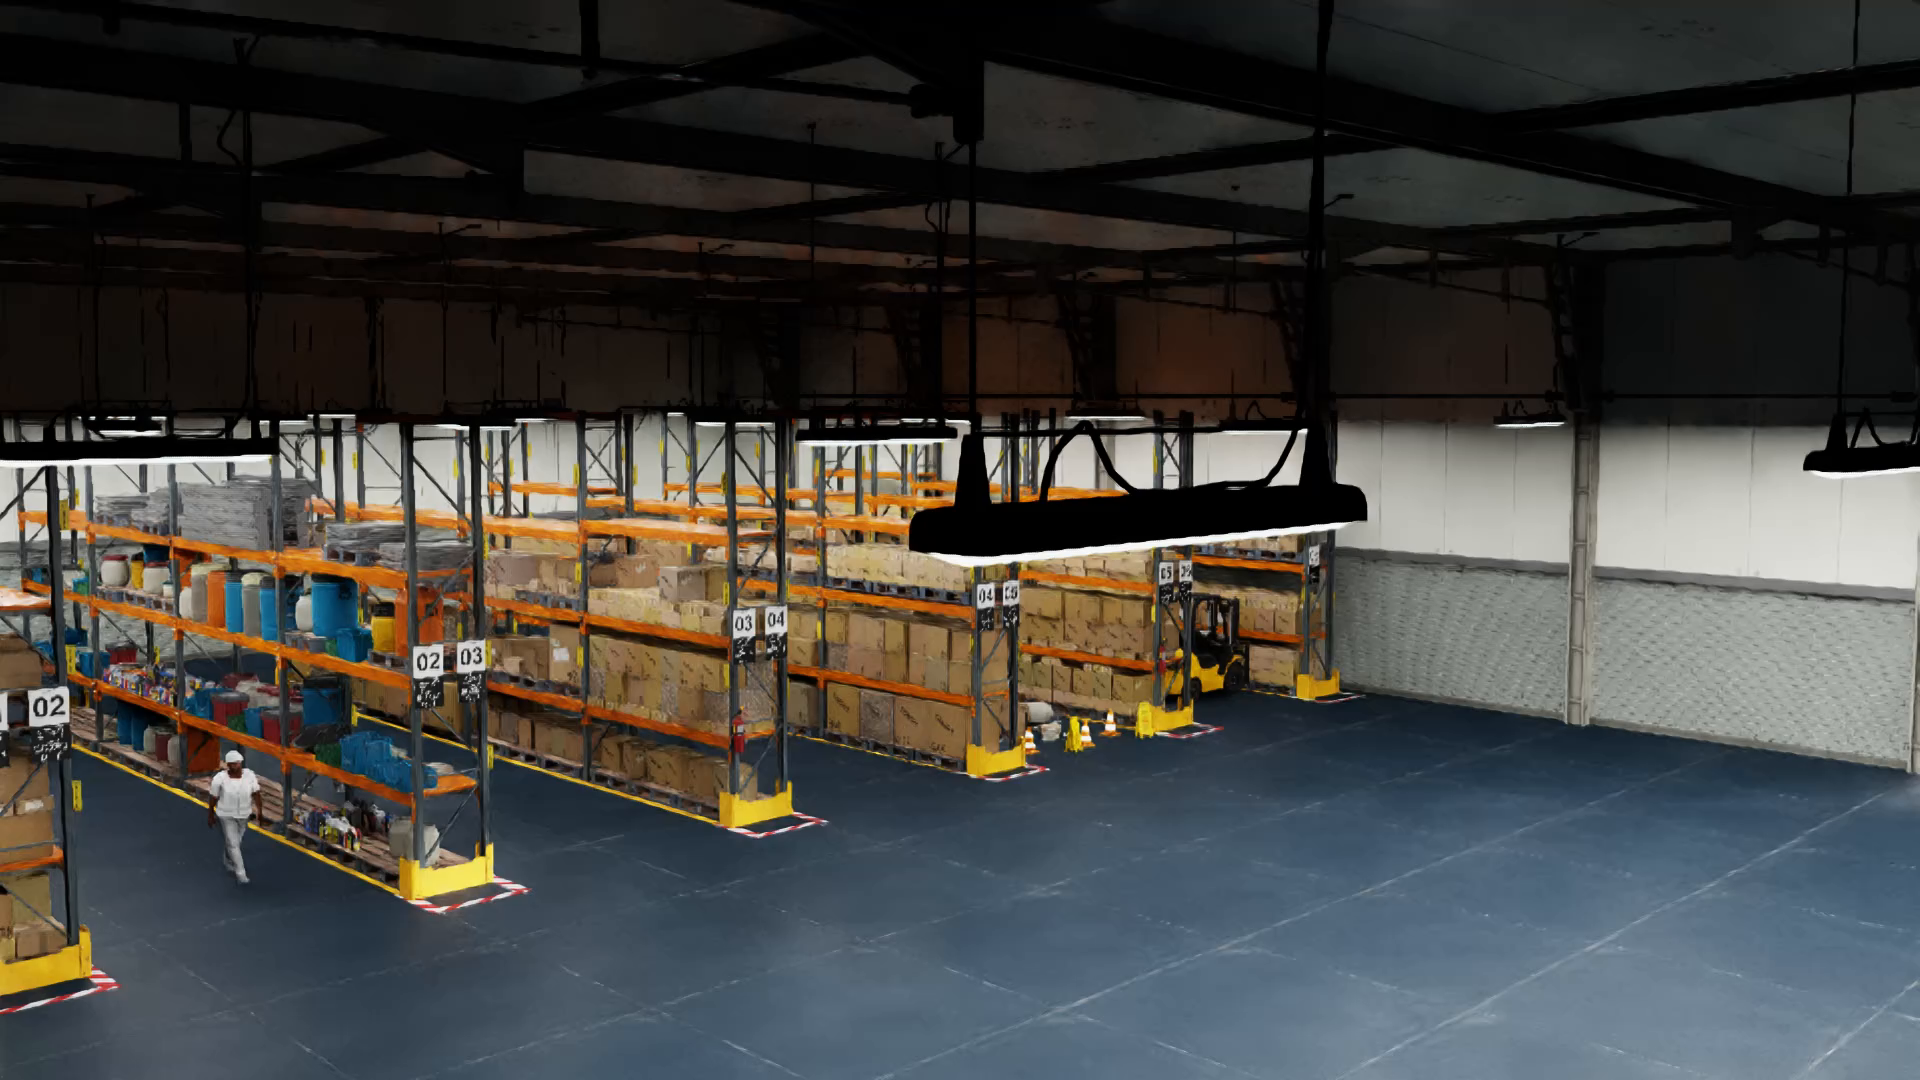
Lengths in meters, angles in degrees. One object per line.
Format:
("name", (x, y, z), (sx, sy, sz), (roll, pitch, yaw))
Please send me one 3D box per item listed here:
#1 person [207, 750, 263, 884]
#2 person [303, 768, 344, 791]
("person", (-9.465, 3.587, 21.767), (1.042, 1.716, 0.585), (5, 7, 44))
("person", (-10.172, 3.248, 26.549), (0.957, 1.533, 0.411), (4, 6, 37))
